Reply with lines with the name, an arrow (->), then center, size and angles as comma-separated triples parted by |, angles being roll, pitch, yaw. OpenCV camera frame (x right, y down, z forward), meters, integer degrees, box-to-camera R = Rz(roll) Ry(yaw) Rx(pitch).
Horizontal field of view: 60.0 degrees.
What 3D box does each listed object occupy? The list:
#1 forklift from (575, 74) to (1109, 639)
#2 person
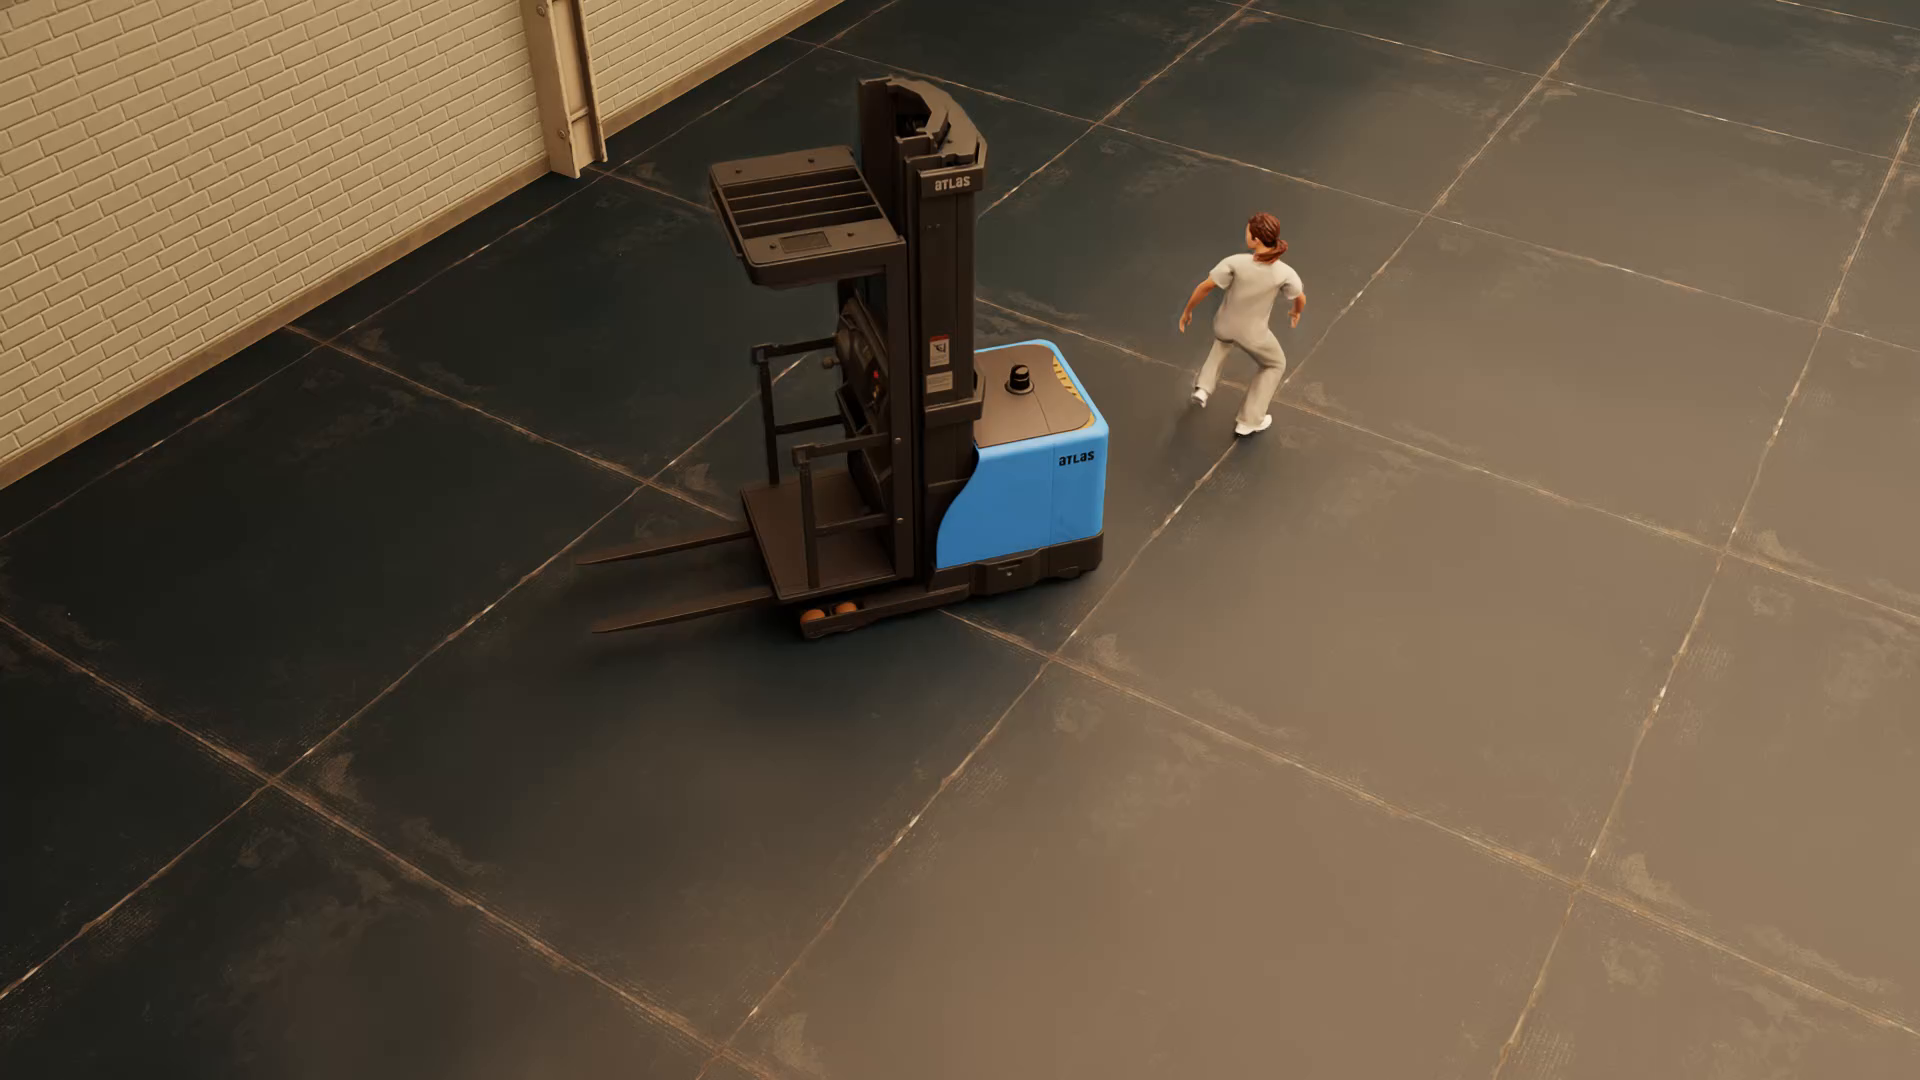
forklift -> -0.721, -0.937, 9.073 | 3.031, 2.935, 1.130 | -12, 42, -13
person -> 1.824, -1.407, 10.685 | 0.705, 1.575, 0.545 | 19, 44, 21
